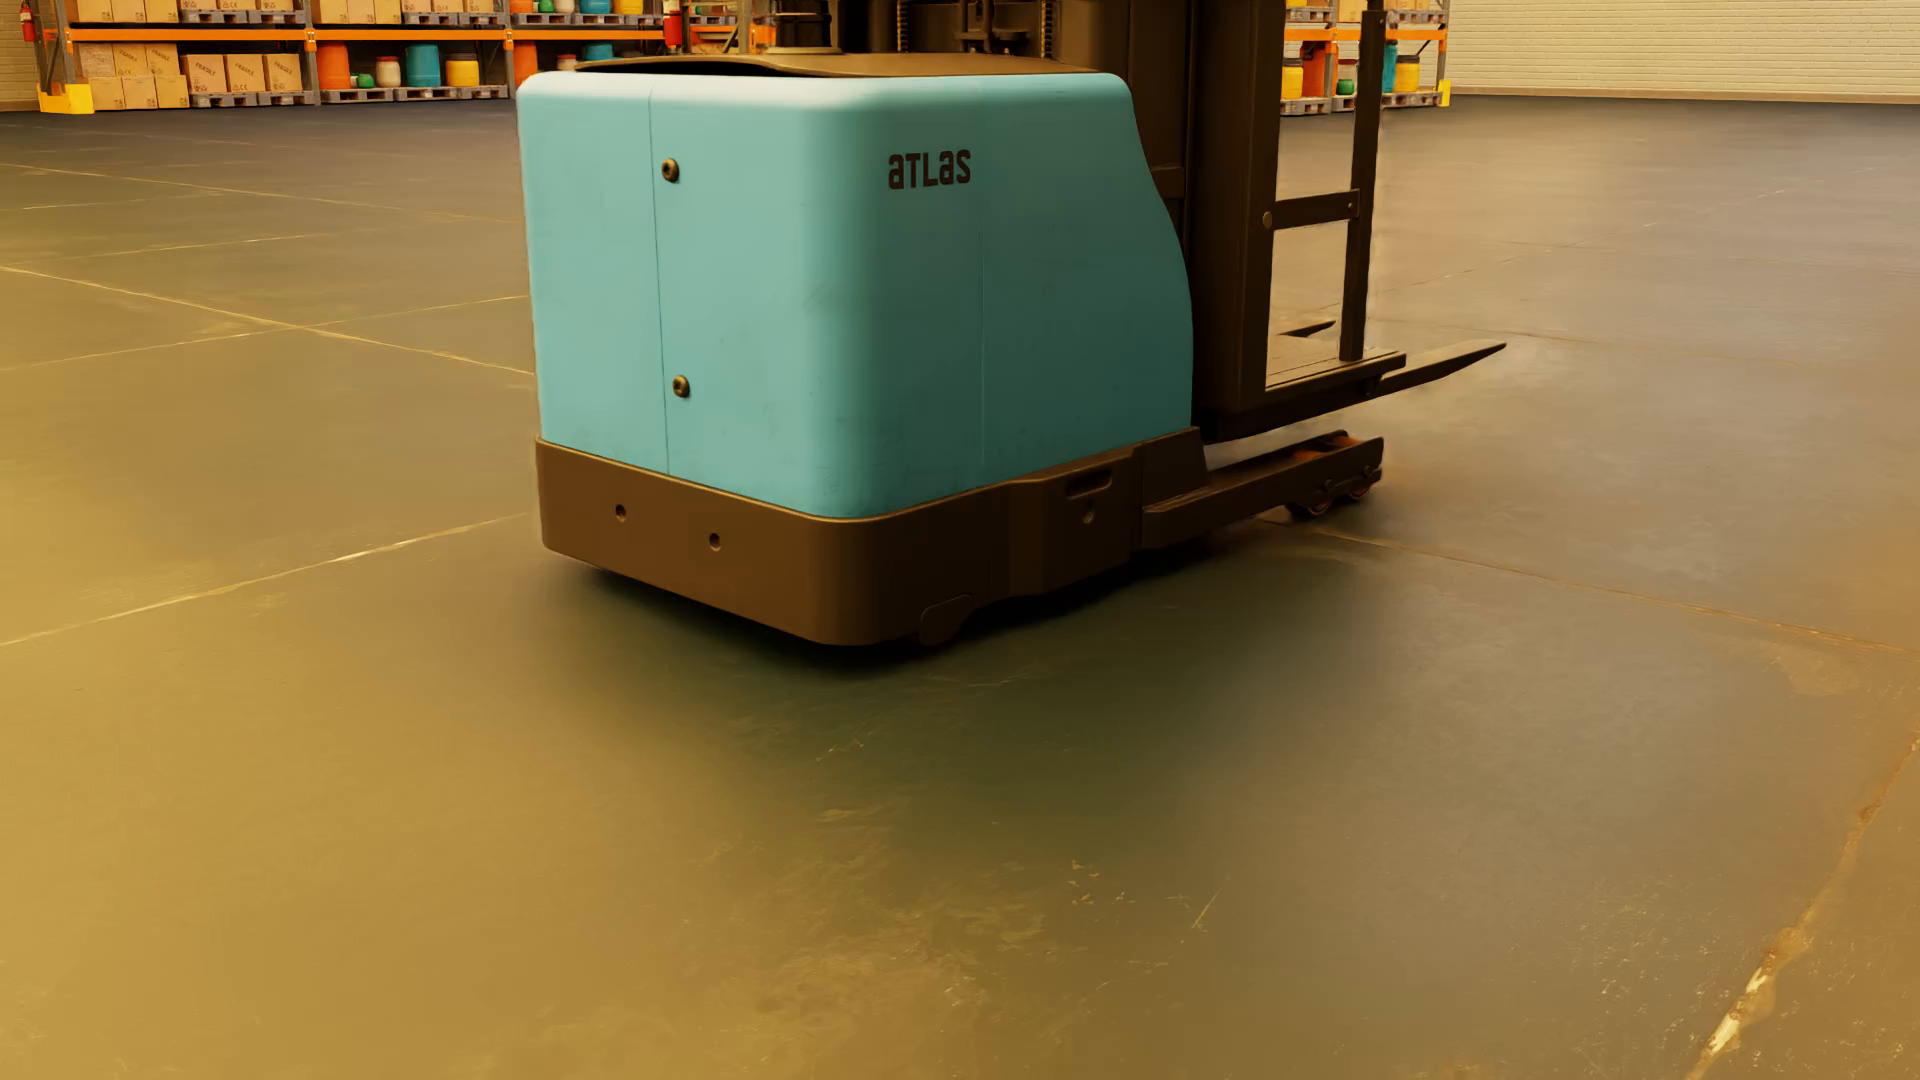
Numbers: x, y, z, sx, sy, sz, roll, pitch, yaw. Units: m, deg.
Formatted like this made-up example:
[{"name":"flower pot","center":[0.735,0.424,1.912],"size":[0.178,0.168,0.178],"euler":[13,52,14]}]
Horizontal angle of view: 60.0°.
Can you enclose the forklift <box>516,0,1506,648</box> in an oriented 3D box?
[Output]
[{"name":"forklift","center":[0.443,-1.552,4.008],"size":[1.130,2.935,3.031],"euler":[15,22,40]}]
